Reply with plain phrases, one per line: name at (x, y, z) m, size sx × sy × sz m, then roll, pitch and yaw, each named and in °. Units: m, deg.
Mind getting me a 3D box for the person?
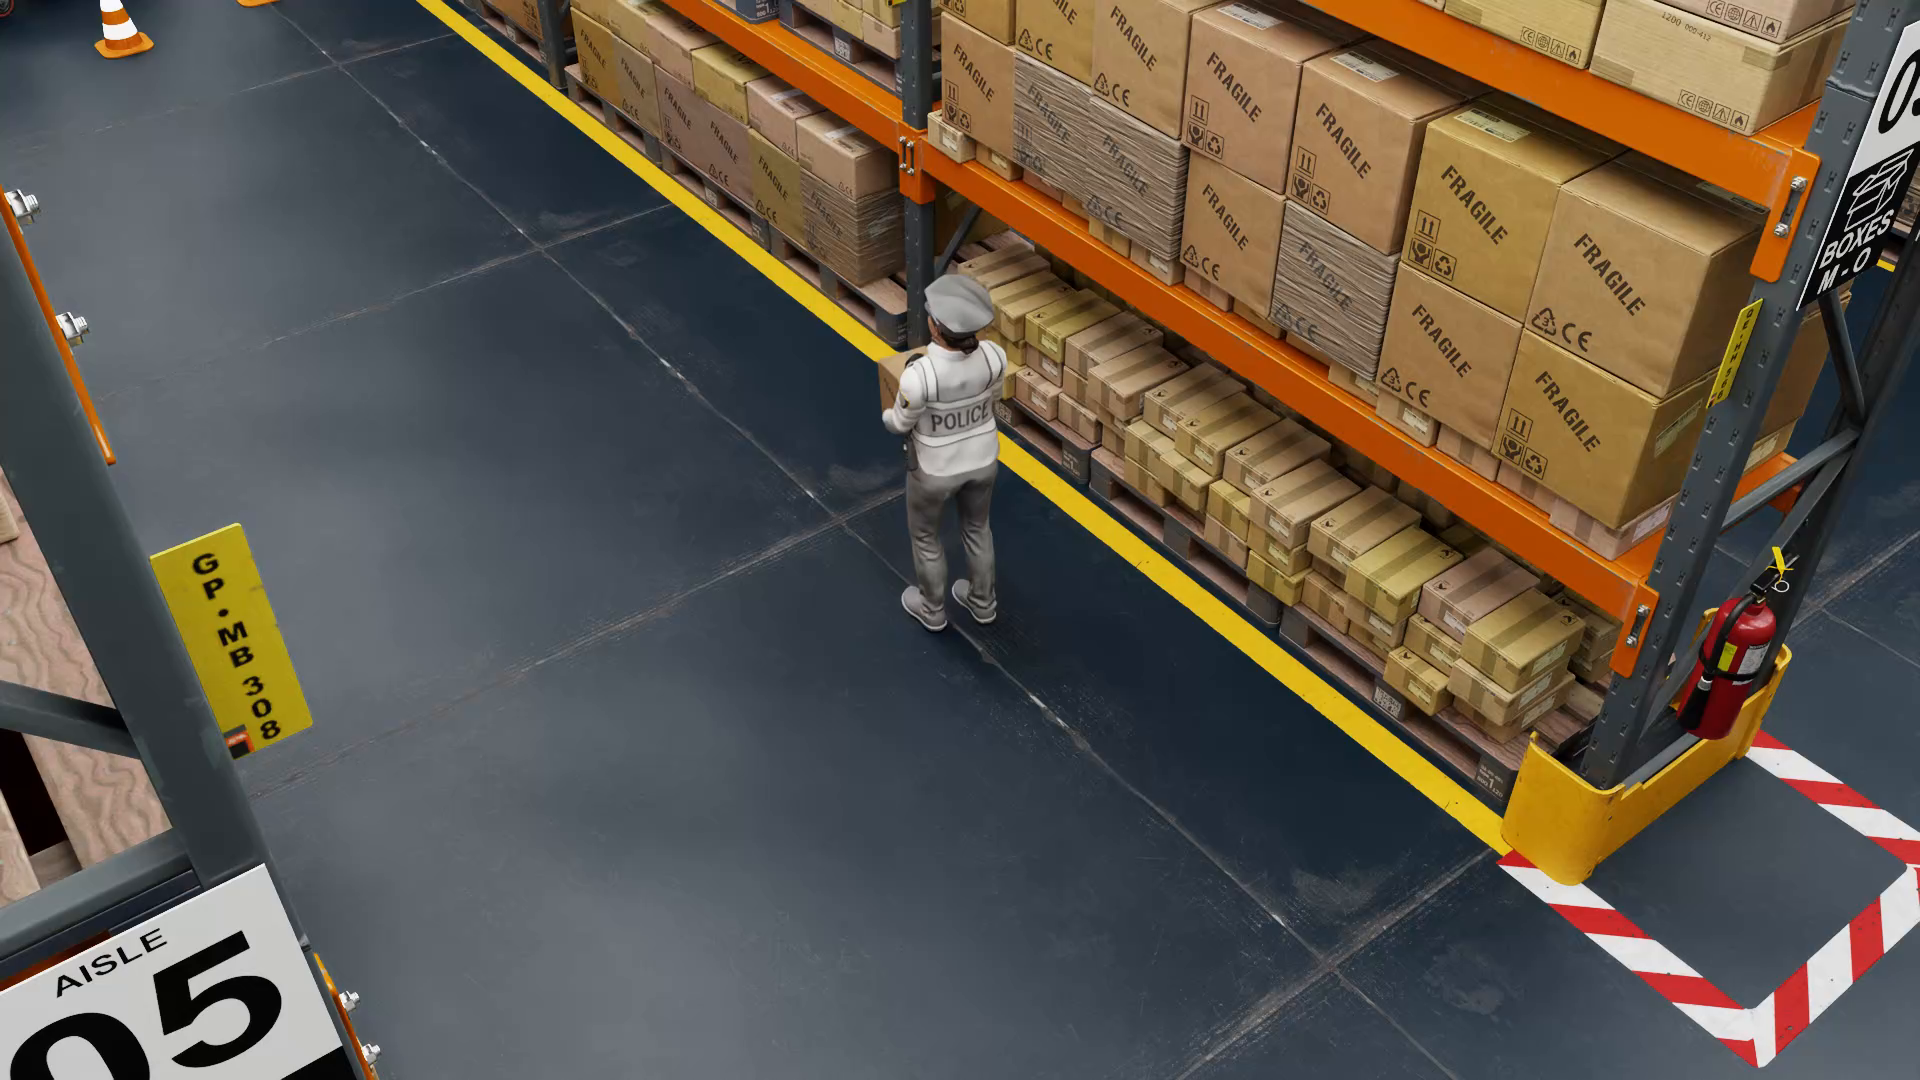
person at (-0.061, -0.349, 6.548) m, size 0.459 × 1.688 × 0.543 m, roll -18°, pitch 44°, yaw -20°
